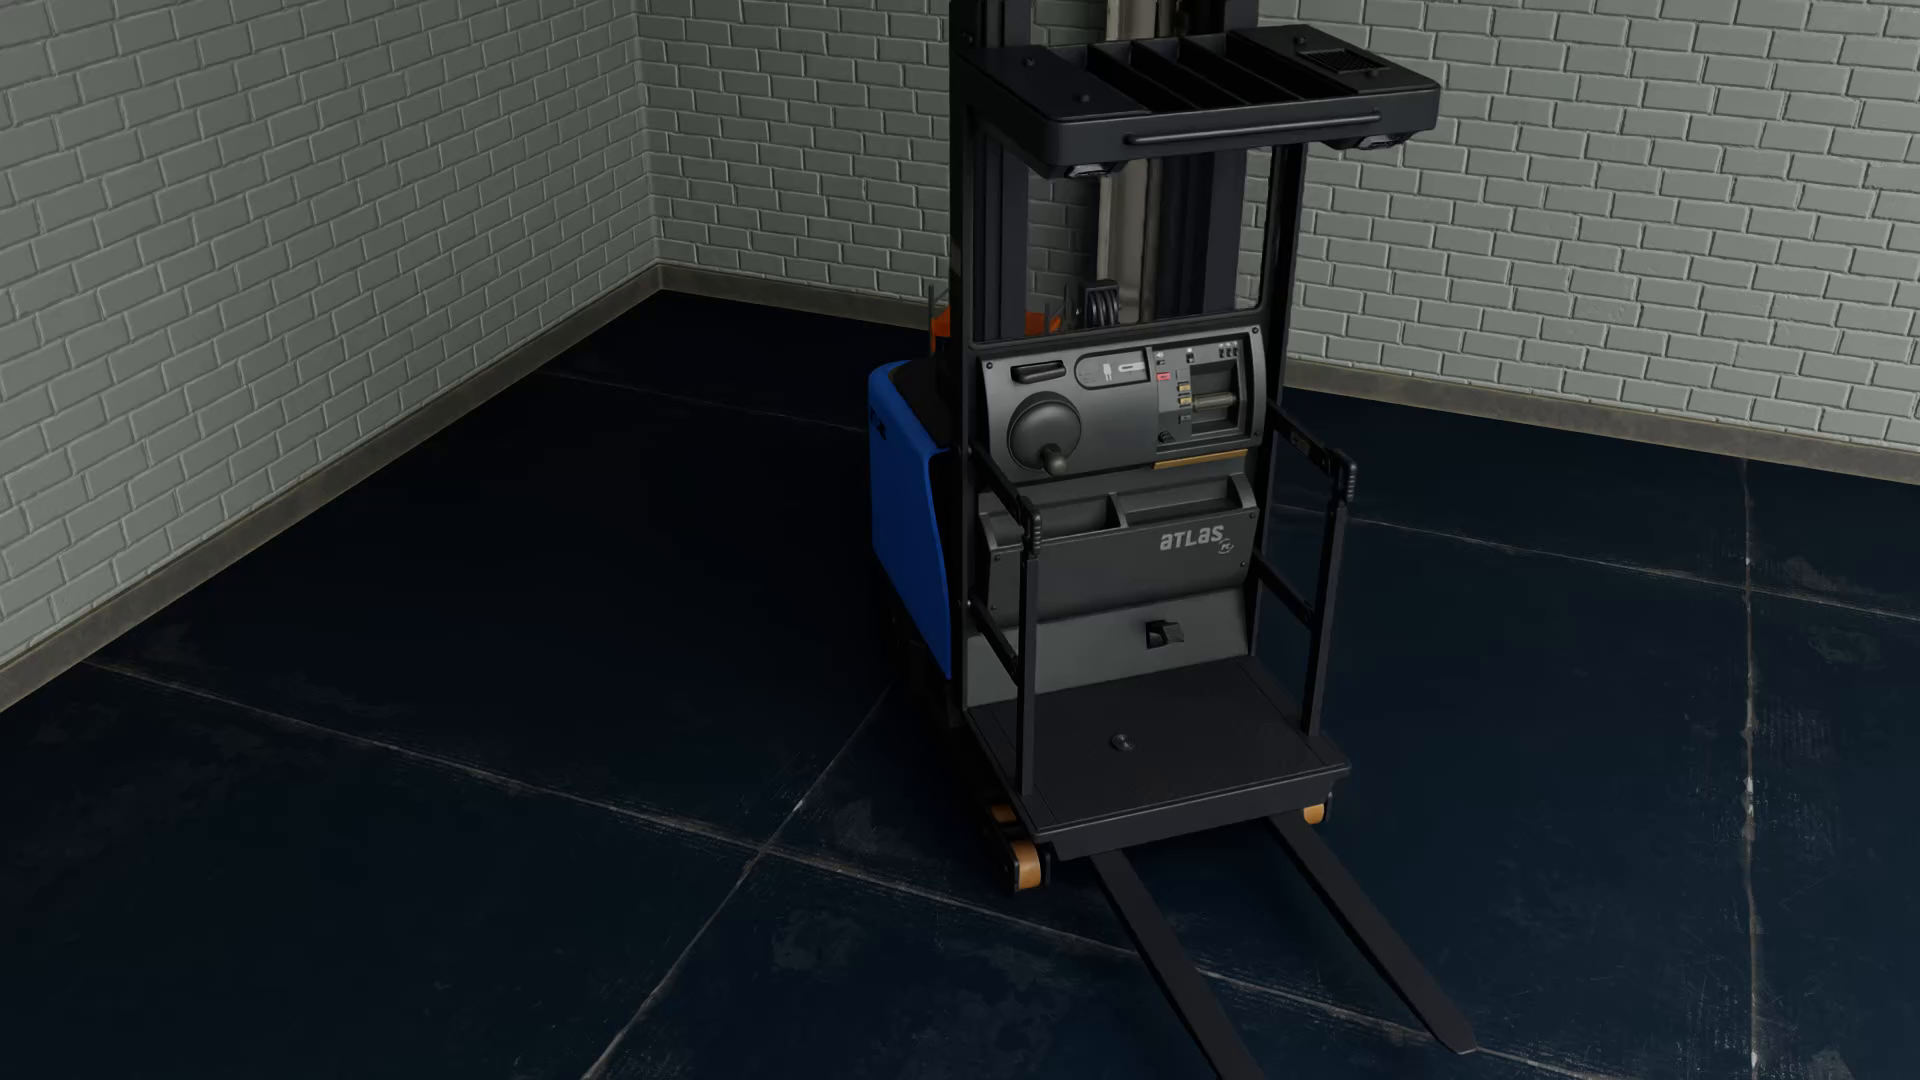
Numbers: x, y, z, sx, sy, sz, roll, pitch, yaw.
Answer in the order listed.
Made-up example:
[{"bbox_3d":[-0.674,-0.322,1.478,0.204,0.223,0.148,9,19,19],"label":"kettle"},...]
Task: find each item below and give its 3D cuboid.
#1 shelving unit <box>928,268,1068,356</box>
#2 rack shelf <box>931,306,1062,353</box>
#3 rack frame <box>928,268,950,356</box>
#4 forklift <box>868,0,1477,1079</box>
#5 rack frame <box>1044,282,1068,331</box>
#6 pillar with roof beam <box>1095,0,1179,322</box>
[{"bbox_3d":[0.152,-0.493,6.903,0.503,1.200,0.258,11,31,19],"label":"shelving unit"},{"bbox_3d":[0.152,-0.835,6.709,0.480,0.148,0.258,11,31,19],"label":"rack shelf"},{"bbox_3d":[-0.075,-0.538,6.981,0.015,1.200,0.240,11,31,19],"label":"rack frame"},{"bbox_3d":[0.583,-0.388,4.957,1.130,2.935,3.031,-9,31,-16],"label":"forklift"},{"bbox_3d":[0.379,-0.449,6.825,0.015,1.200,0.240,11,31,19],"label":"rack frame"},{"bbox_3d":[-0.688,-2.845,3.139,0.400,9.000,9.100,11,31,19],"label":"pillar with roof beam"}]
